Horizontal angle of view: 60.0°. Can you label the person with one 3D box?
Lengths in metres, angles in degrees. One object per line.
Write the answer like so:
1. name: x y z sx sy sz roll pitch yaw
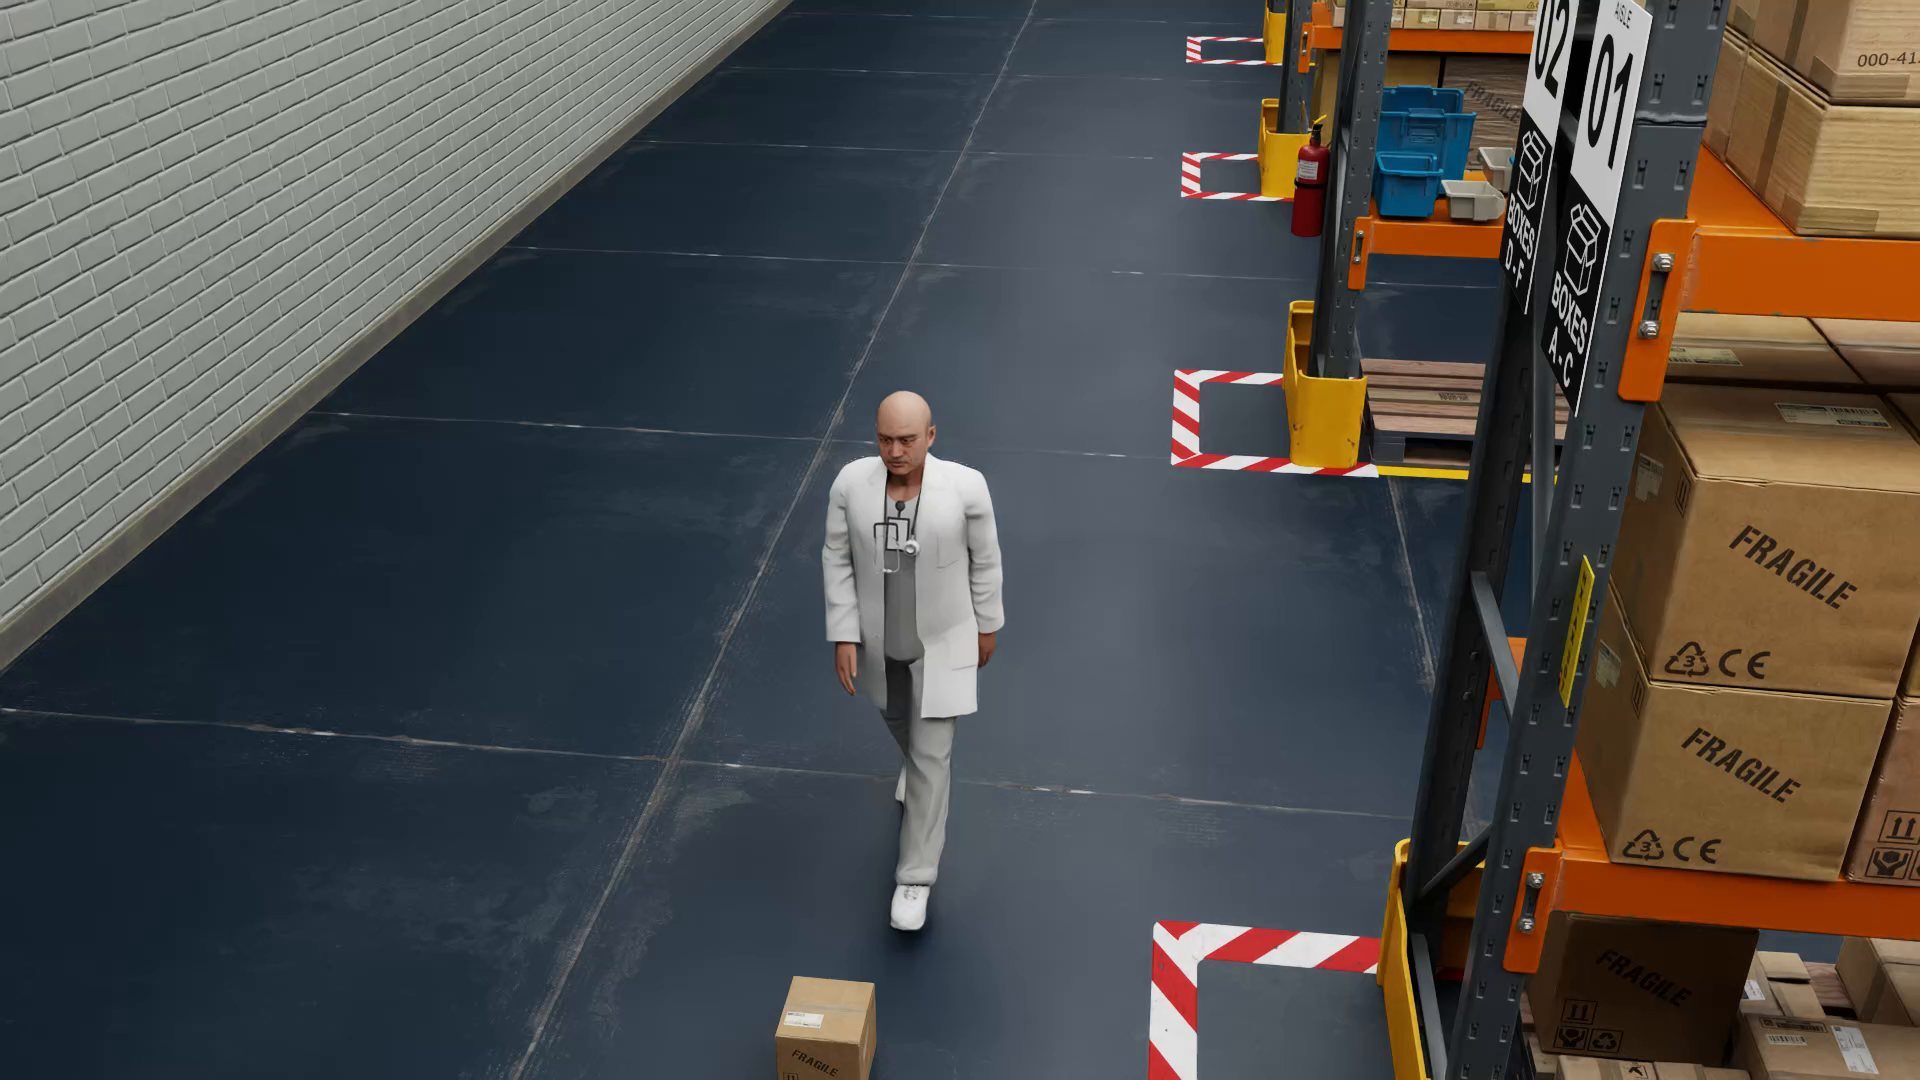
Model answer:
1. person: -0.173 0.321 5.530 0.589 1.737 1.083 7 29 13
